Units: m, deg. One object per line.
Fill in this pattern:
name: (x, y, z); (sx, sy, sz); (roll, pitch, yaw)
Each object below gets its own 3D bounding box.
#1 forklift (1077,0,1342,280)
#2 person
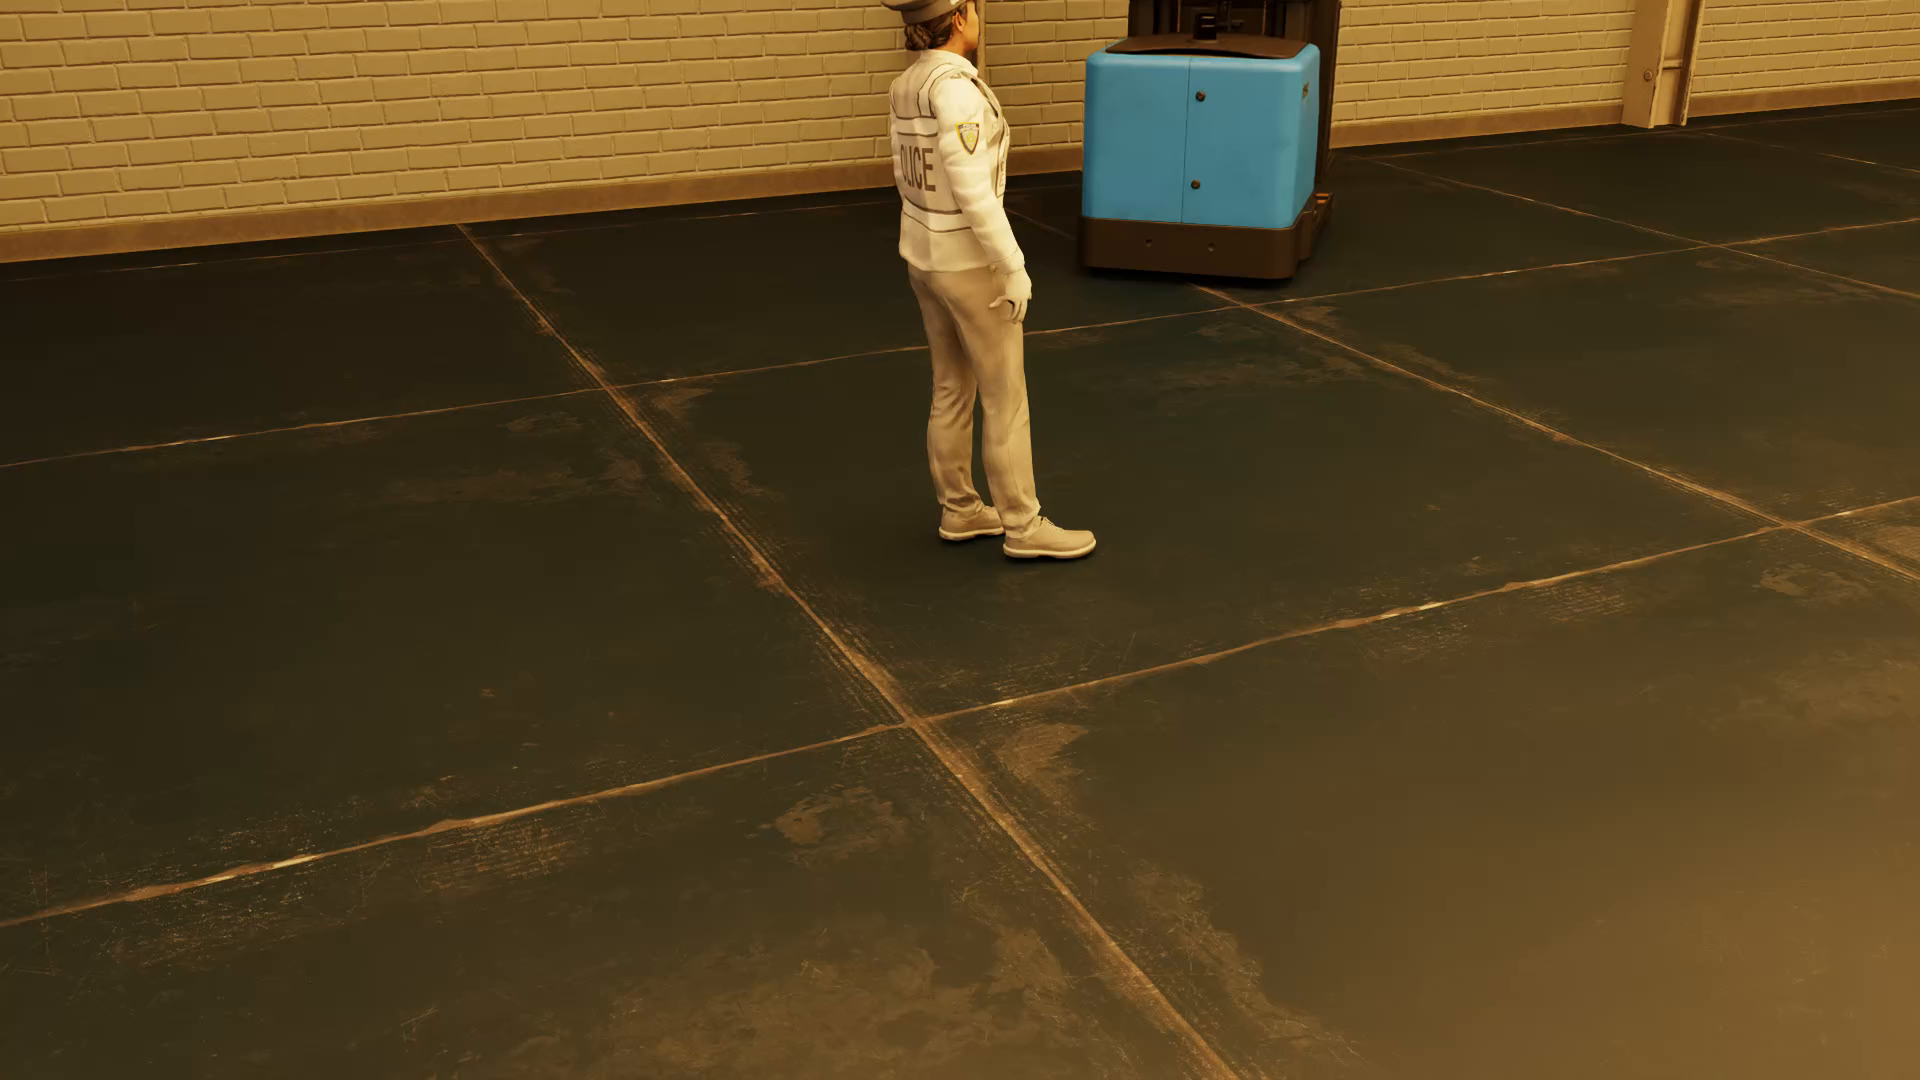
forklift: (1.499, -3.128, 8.815); (1.130, 2.935, 3.031); (7, 23, 16)
person: (0.065, -0.798, 4.800); (0.531, 1.695, 0.587); (-10, 25, -23)
